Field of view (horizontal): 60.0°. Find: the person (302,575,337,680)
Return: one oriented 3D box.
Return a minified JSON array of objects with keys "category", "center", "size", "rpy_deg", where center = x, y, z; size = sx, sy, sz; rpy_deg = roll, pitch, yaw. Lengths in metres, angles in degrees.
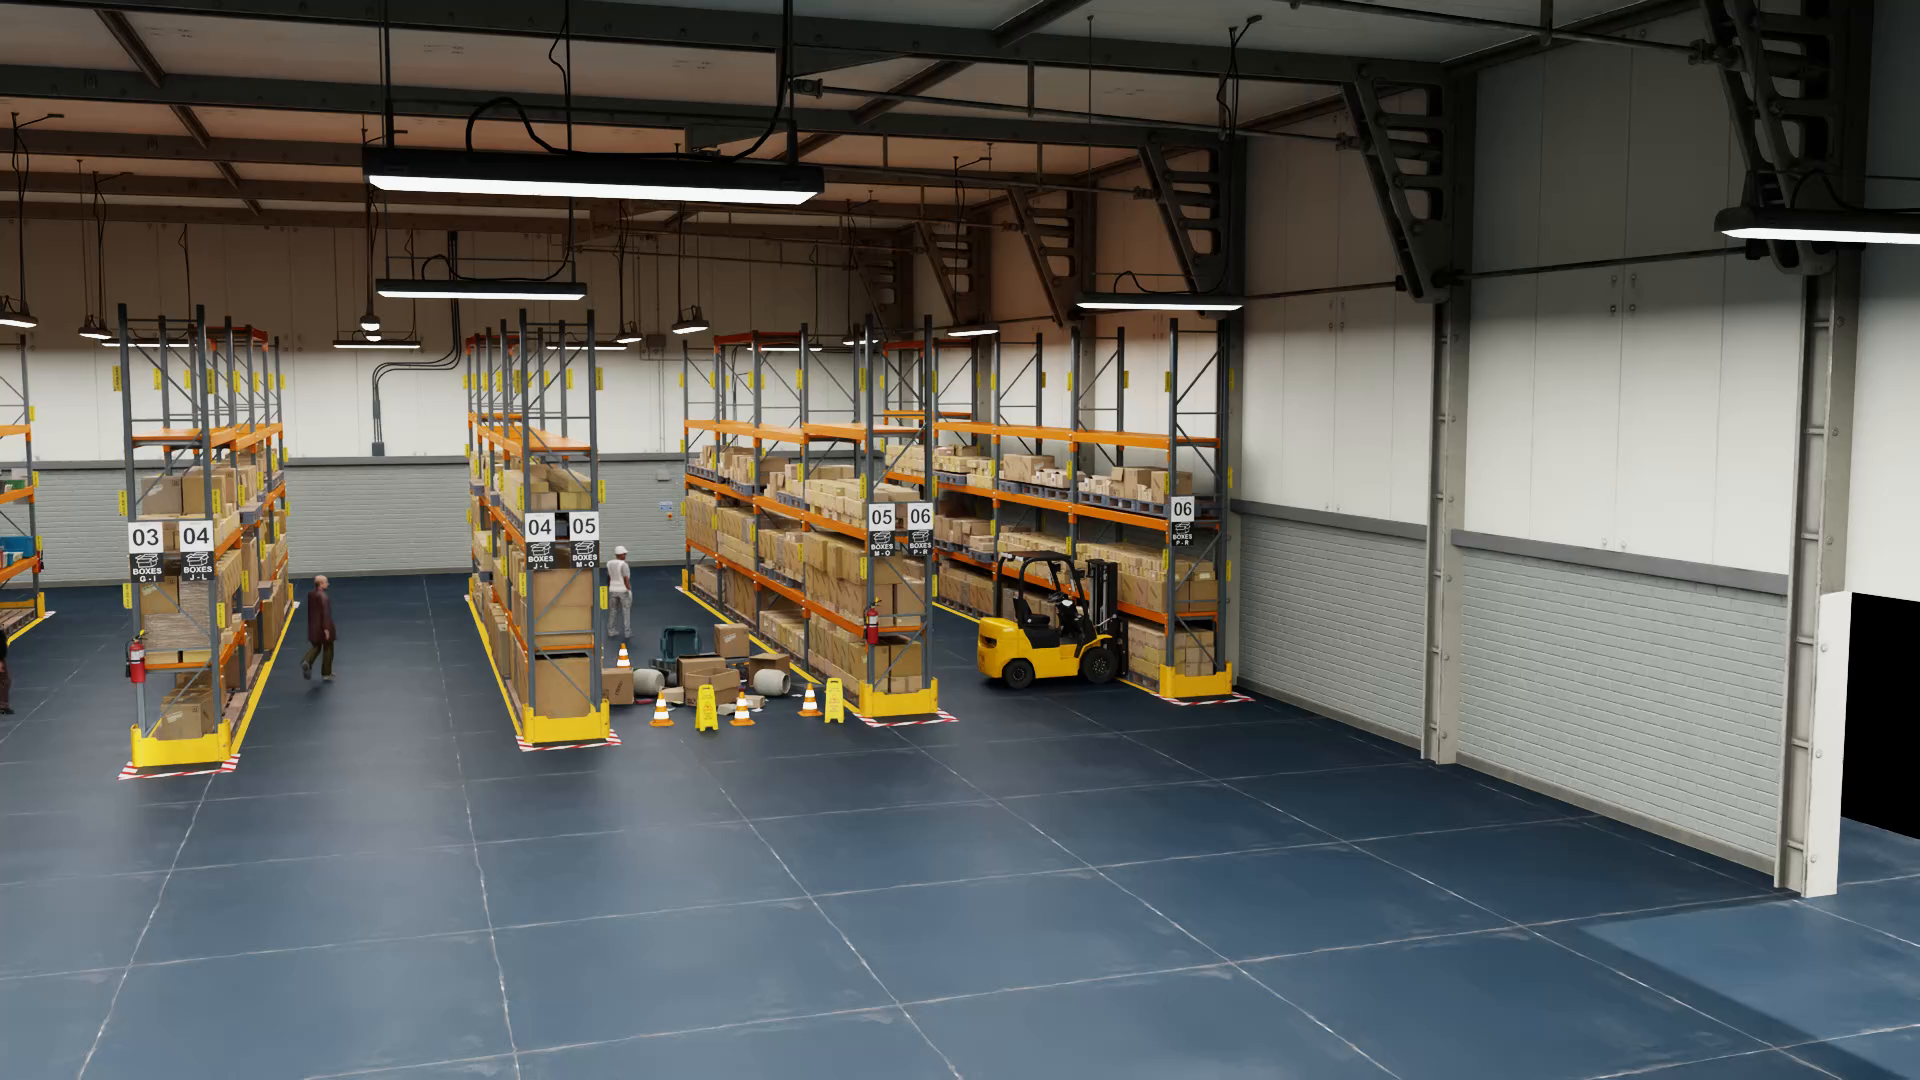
[{"category":"person","center":[-10.755,1.472,27.828],"size":[0.541,1.765,0.779],"rpy_deg":[1,6,14]}]

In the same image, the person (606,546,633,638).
[{"category":"person","center":[-6.705,1.012,32.782],"size":[0.582,1.788,0.417],"rpy_deg":[2,6,18]}]

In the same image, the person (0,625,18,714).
[{"category":"person","center":[-14.424,1.820,24.834],"size":[0.490,1.763,0.684],"rpy_deg":[-1,5,-7]}]
